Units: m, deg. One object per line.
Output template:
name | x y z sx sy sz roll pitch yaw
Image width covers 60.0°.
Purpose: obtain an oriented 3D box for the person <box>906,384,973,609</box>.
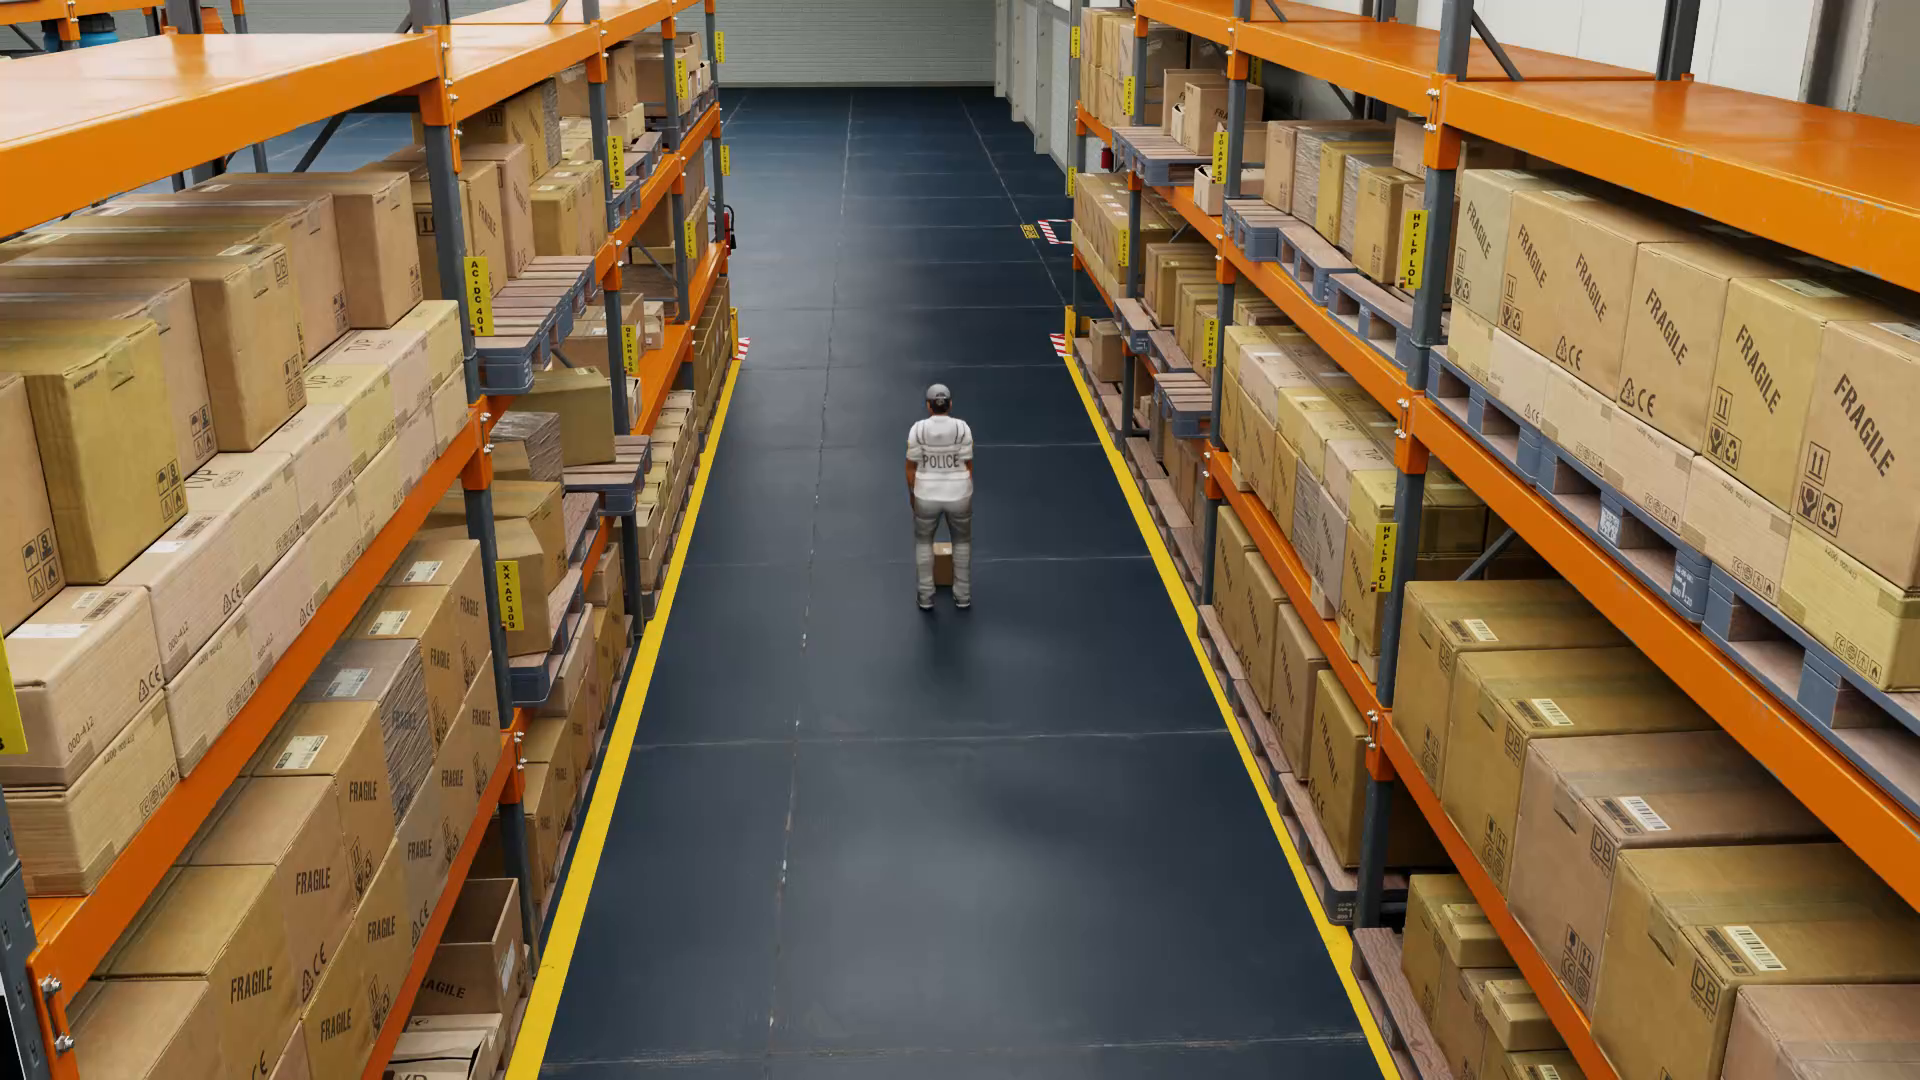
person | -0.147 -0.301 11.920 0.480 1.645 0.419 -1 21 -2
